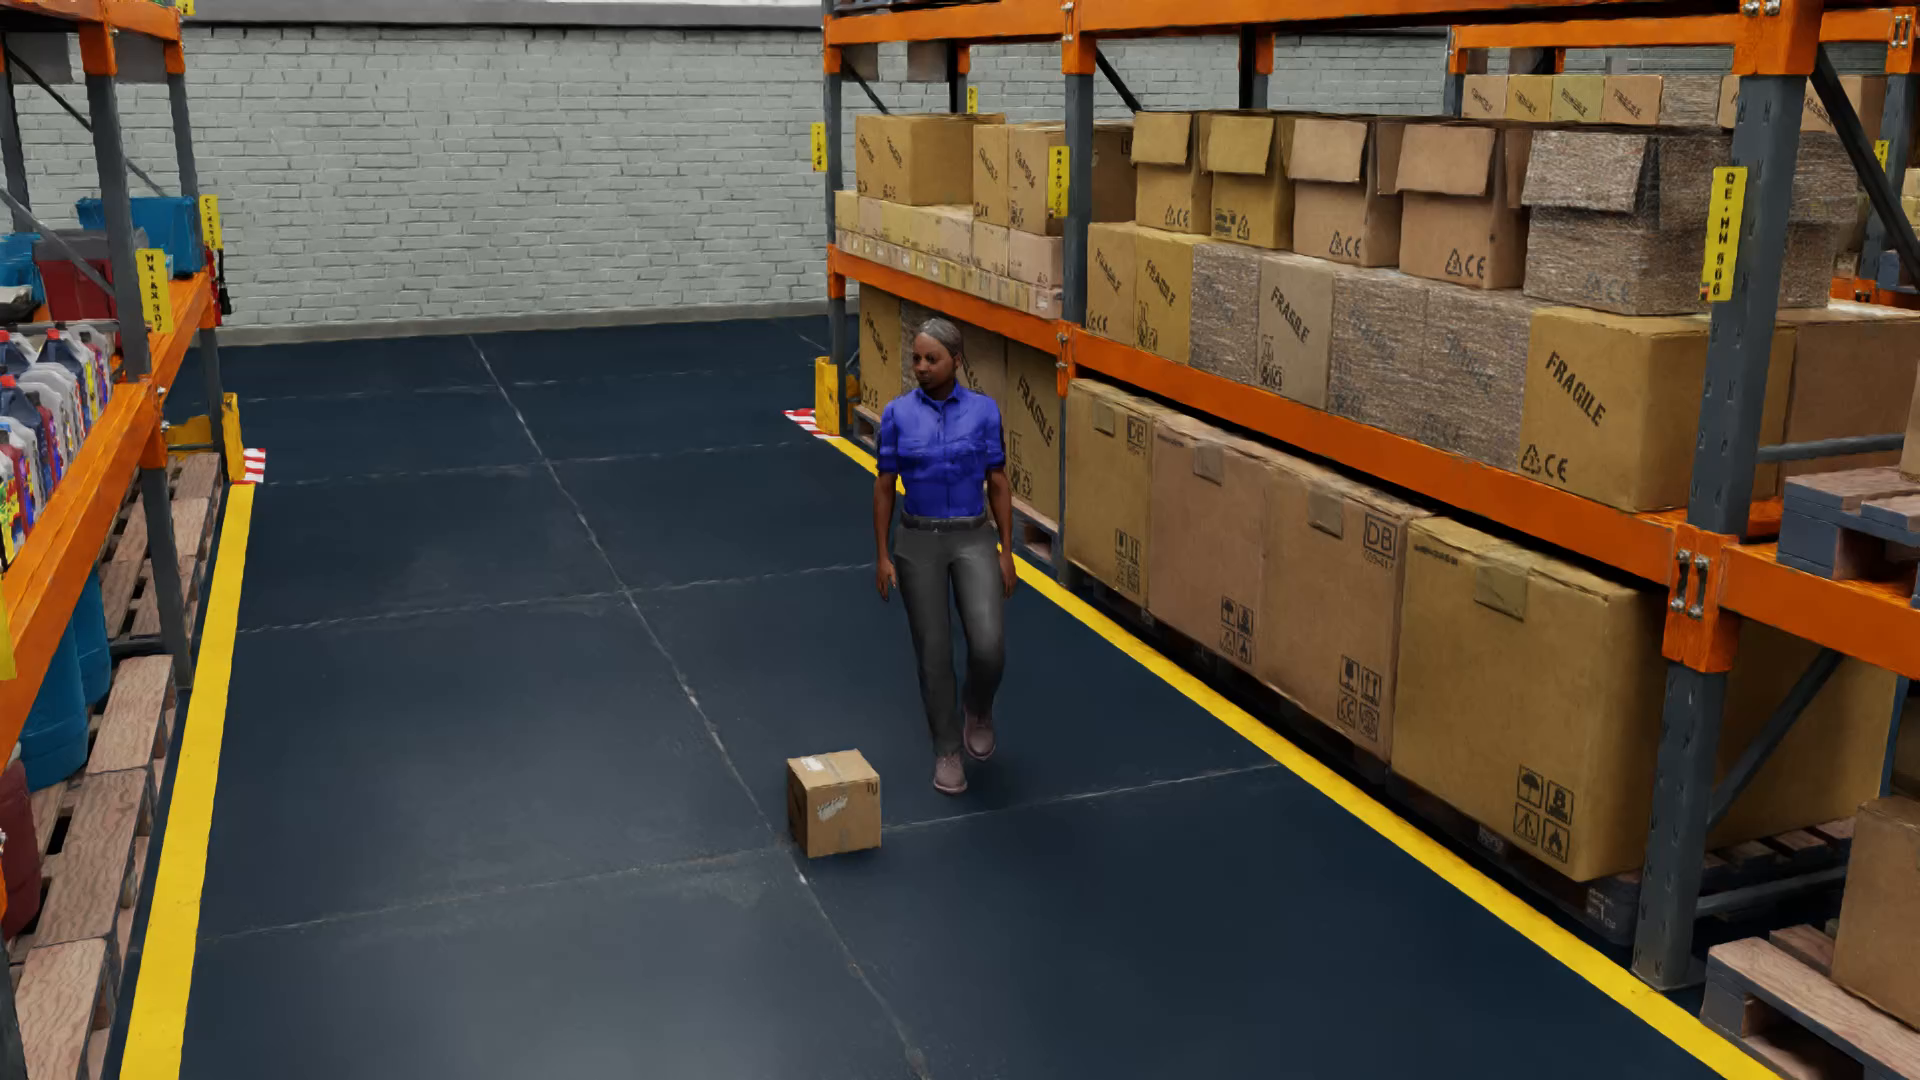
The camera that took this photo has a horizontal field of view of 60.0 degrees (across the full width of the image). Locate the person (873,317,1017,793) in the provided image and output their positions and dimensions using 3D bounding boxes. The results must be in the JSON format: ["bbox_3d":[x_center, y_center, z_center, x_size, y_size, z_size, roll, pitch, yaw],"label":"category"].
[{"bbox_3d":[-0.054,0.065,5.791,0.504,1.657,0.456,0,16,1],"label":"person"}]
